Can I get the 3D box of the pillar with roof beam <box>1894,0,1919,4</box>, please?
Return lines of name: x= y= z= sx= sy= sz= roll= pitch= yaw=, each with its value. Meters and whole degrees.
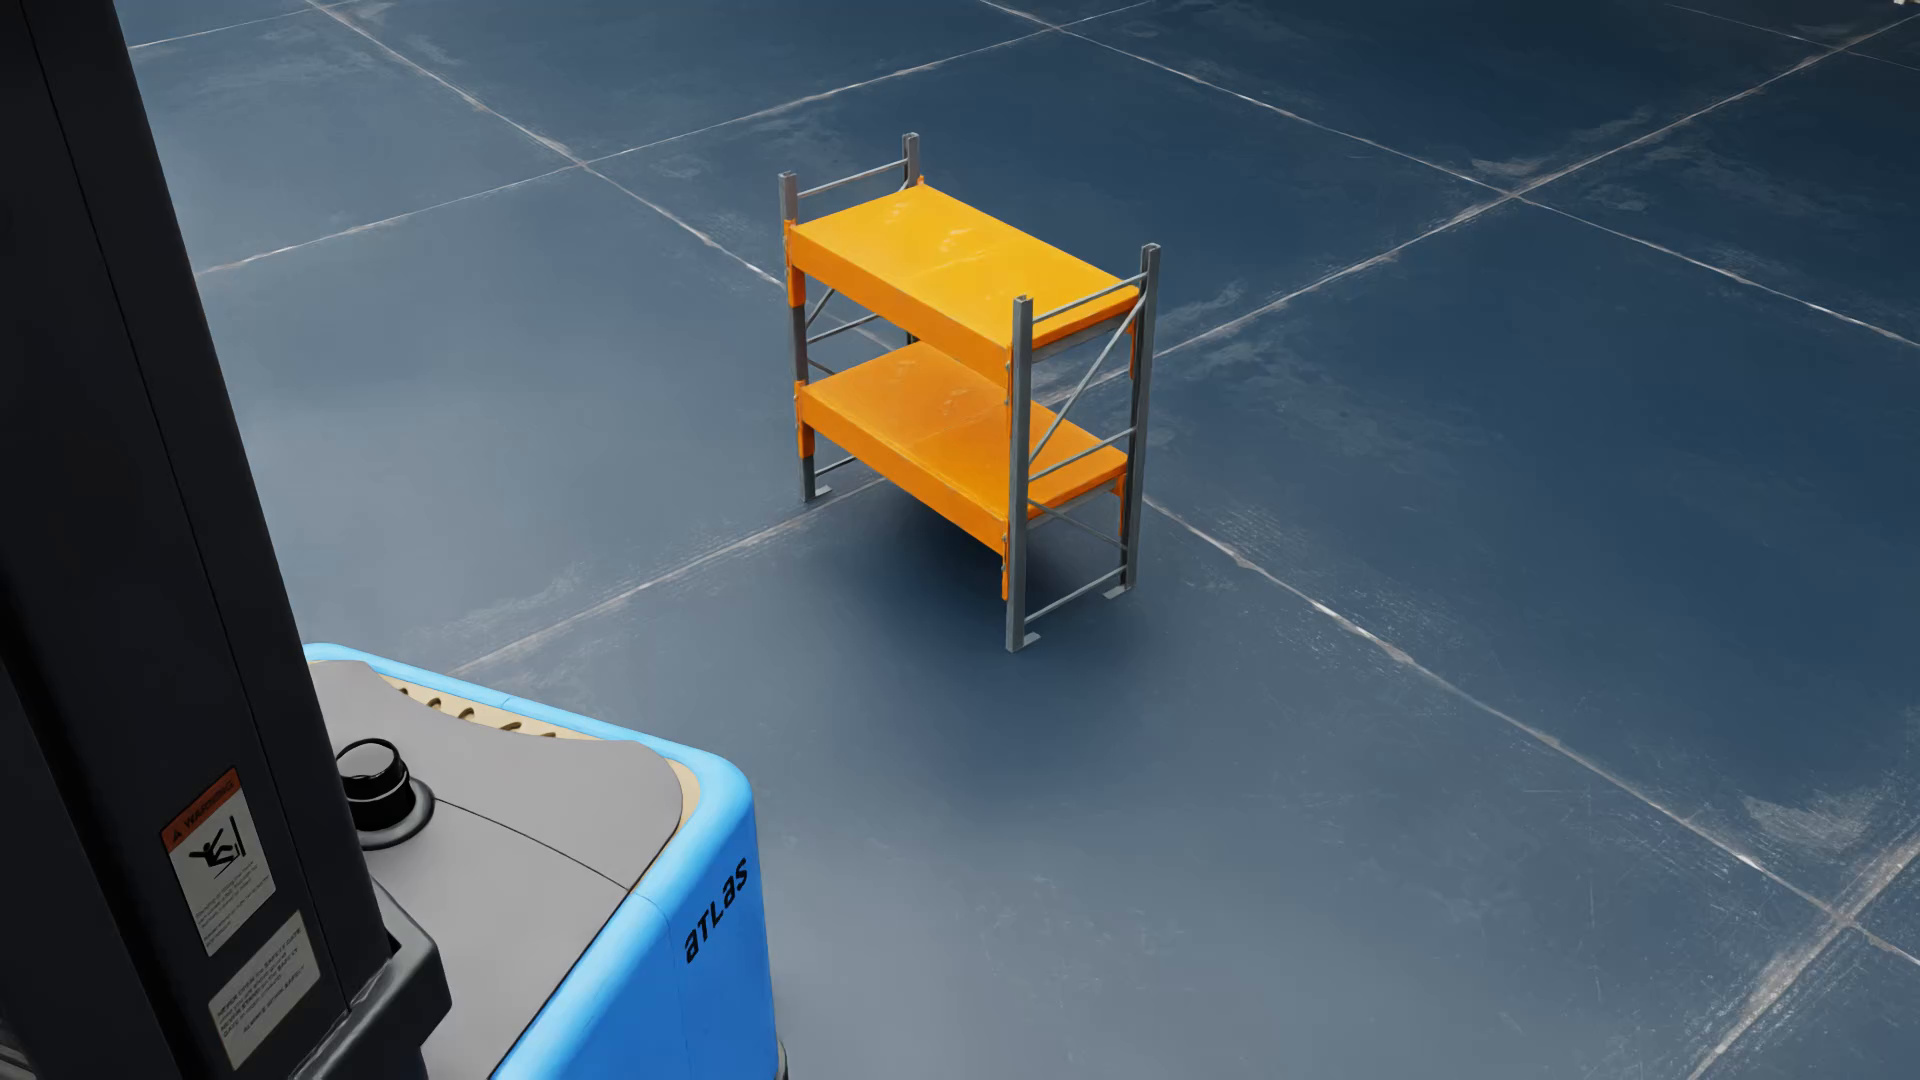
pillar with roof beam: x=2.381 y=-5.163 z=4.754 sx=9.100 sy=9.000 sz=0.400 roll=-26 pitch=43 yaw=-32

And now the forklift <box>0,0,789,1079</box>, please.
forklift: x=-1.363 y=0.749 z=1.657 sx=1.130 sy=2.935 sz=3.031 roll=13 pitch=37 yaw=18

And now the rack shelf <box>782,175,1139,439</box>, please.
rack shelf: x=0.004 y=-0.695 z=4.752 sx=0.538 sy=0.278 sz=1.000 roll=-26 pitch=43 yaw=-32

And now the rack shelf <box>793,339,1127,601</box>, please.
rack shelf: x=0.004 y=-0.257 z=5.062 sx=0.538 sy=0.278 sz=1.000 roll=-26 pitch=43 yaw=-32

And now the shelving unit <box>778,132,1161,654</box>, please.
shelving unit: x=0.004 y=-0.456 z=4.921 sx=0.538 sy=1.125 sz=1.048 roll=-26 pitch=43 yaw=-32

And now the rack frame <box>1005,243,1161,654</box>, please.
rack frame: x=0.332 y=-0.232 z=4.604 sx=0.500 sy=1.125 sz=0.032 roll=-26 pitch=43 yaw=-32

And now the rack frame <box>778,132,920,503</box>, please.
rack frame: x=-0.324 y=-0.680 z=5.238 sx=0.500 sy=1.125 sz=0.032 roll=-26 pitch=43 yaw=-32
